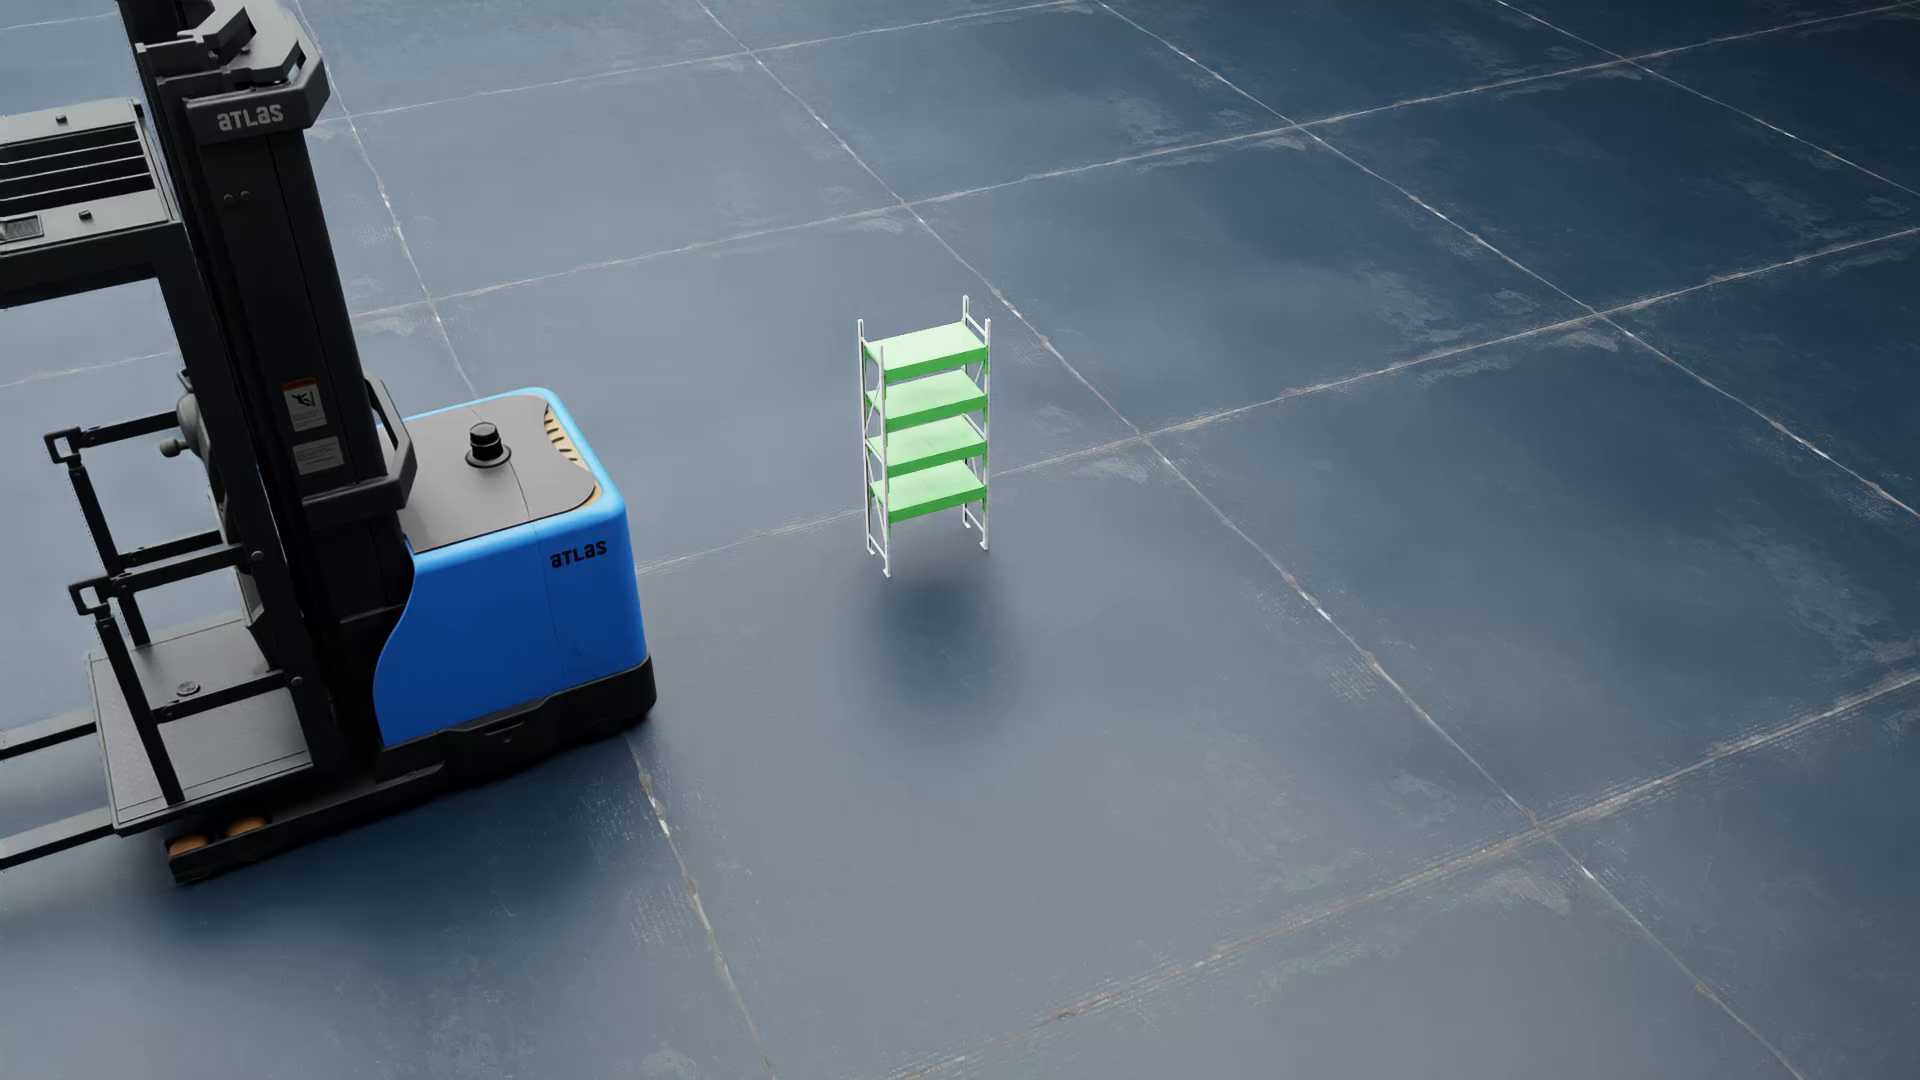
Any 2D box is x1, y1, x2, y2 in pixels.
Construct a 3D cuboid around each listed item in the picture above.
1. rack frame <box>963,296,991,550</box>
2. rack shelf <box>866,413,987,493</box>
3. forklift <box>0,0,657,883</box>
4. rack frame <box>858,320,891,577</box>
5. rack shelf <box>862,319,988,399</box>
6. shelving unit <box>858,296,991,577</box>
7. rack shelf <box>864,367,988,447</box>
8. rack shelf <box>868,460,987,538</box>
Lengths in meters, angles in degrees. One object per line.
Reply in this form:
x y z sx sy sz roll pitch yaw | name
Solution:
0.071 -0.502 7.419 0.015 1.200 0.240 -16 39 -20 | rack frame
-0.150 -0.389 7.374 0.480 0.148 0.258 -16 39 -20 | rack shelf
-2.779 -0.297 5.690 3.031 2.935 1.130 -18 40 -22 | forklift
-0.371 -0.378 7.253 0.015 1.200 0.240 -16 39 -20 | rack frame
-0.150 -0.774 7.088 0.480 0.148 0.258 -16 39 -20 | rack shelf
-0.150 -0.440 7.336 0.503 1.200 0.258 -16 39 -20 | shelving unit
-0.150 -0.581 7.231 0.480 0.148 0.258 -16 39 -20 | rack shelf
-0.150 -0.196 7.517 0.480 0.148 0.258 -16 39 -20 | rack shelf
